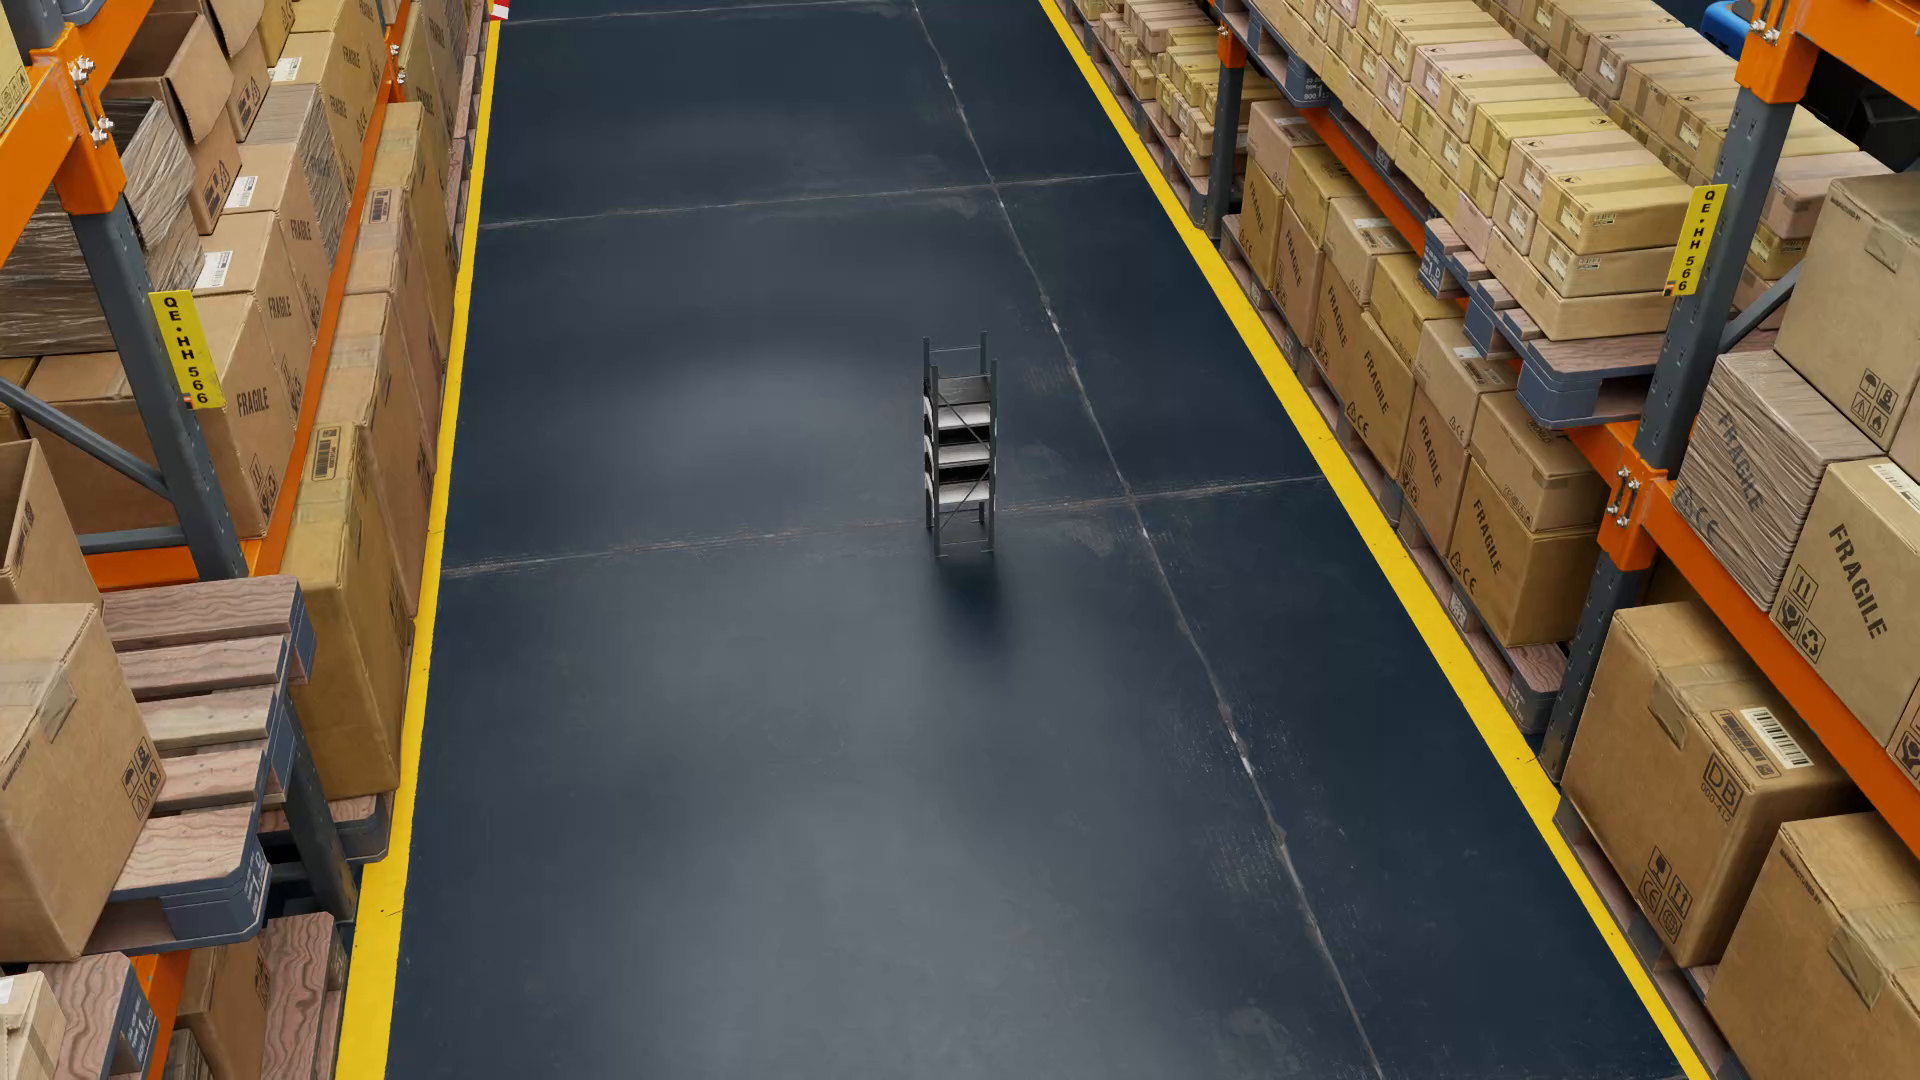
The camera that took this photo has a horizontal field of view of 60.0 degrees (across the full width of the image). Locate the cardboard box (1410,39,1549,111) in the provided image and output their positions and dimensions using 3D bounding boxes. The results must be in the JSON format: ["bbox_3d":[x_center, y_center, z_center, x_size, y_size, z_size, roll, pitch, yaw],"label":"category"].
[{"bbox_3d":[1.792,-1.603,5.746,0.380,0.149,0.250,-6,38,-8],"label":"cardboard box"}]

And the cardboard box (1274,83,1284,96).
[{"bbox_3d":[1.921,-2.408,9.143,0.380,0.149,0.250,-6,38,-8],"label":"cardboard box"}]

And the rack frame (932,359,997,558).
[{"bbox_3d":[0.016,-0.299,6.401,0.240,0.900,0.006,-6,38,-8],"label":"rack frame"}]

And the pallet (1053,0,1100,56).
[{"bbox_3d":[1.222,-3.628,11.248,1.003,0.211,1.213,-6,38,-8],"label":"pallet"}]

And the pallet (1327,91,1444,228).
[{"bbox_3d":[2.116,-1.553,6.461,1.003,0.211,1.213,-6,38,-8],"label":"pallet"}]

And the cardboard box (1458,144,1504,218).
[{"bbox_3d":[1.872,-1.191,5.458,0.380,0.149,0.250,-5,38,-7],"label":"cardboard box"}]

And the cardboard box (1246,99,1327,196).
[{"bbox_3d":[1.672,-1.854,7.775,0.500,0.250,0.500,-8,39,-10],"label":"cardboard box"}]

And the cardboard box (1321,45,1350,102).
[{"bbox_3d":[1.653,-1.845,6.542,0.380,0.149,0.250,-7,38,-9],"label":"cardboard box"}]

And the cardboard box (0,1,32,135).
[{"bbox_3d":[-2.072,-0.830,3.051,0.500,0.250,0.500,-6,38,-8],"label":"cardboard box"}]

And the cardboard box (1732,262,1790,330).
[{"bbox_3d":[2.624,-0.796,5.193,0.380,0.149,0.250,-7,38,-9],"label":"cardboard box"}]

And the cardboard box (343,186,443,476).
[{"bbox_3d":[-2.809,-0.784,6.704,1.225,0.875,0.875,-7,38,-10],"label":"cardboard box"}]

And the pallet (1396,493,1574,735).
[{"bbox_3d":[2.368,0.191,6.332,1.003,0.211,1.213,-6,38,-8],"label":"pallet"}]

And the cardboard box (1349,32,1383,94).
[{"bbox_3d":[1.695,-1.806,6.250,0.380,0.149,0.250,-7,38,-9],"label":"cardboard box"}]

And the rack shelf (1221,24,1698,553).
[{"bbox_3d":[2.153,-1.362,6.644,1.077,0.370,4.000,-6,38,-8],"label":"rack shelf"}]

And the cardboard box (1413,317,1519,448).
[{"bbox_3d":[2.026,-0.601,6.163,0.500,0.250,0.500,-6,38,-7],"label":"cardboard box"}]

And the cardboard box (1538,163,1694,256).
[{"bbox_3d":[1.966,-0.986,4.952,0.380,0.149,0.250,-8,38,-10],"label":"cardboard box"}]

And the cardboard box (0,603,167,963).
[{"bbox_3d":[-2.067,0.478,3.267,0.700,0.500,0.500,-1,38,-1],"label":"cardboard box"}]

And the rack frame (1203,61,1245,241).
[{"bbox_3d":[1.802,-2.854,7.978,1.000,3.000,0.127,-6,38,-8],"label":"rack frame"}]

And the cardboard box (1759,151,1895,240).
[{"bbox_3d":[2.613,-1.042,5.024,0.380,0.149,0.250,-6,38,-8],"label":"cardboard box"}]

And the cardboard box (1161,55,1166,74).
[{"bbox_3d":[1.363,-2.651,9.457,0.380,0.149,0.250,-6,38,-8],"label":"cardboard box"}]

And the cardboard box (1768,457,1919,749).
[{"bbox_3d":[2.409,0.130,4.057,0.500,0.500,0.500,-7,38,-8],"label":"cardboard box"}]

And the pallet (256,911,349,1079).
[{"bbox_3d":[-2.262,1.608,4.508,1.003,0.211,1.213,-6,38,-8],"label":"pallet"}]

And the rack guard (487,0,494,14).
[{"bbox_3d":[-3.804,-3.825,11.266,1.175,0.500,0.348,-6,38,-8],"label":"rack guard"}]

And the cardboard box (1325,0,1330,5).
[{"bbox_3d":[1.603,-2.240,6.565,0.380,0.149,0.250,-7,38,-8],"label":"cardboard box"}]

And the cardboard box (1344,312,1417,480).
[{"bbox_3d":[1.935,-0.618,6.795,0.500,0.500,0.500,-8,39,-10],"label":"cardboard box"}]

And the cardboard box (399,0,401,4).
[{"bbox_3d":[-2.869,-2.655,7.928,0.380,0.149,0.250,-7,38,-9],"label":"cardboard box"}]

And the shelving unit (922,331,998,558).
[{"bbox_3d":[-0.001,-0.360,6.480,0.258,0.900,0.210,-6,38,-8],"label":"shelving unit"}]

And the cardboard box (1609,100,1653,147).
[{"bbox_3d":[2.472,-1.412,5.743,0.380,0.149,0.250,-6,38,-8],"label":"cardboard box"}]

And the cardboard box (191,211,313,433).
[{"bbox_3d":[-2.307,-0.639,5.046,0.500,0.500,0.500,-7,38,-9],"label":"cardboard box"}]

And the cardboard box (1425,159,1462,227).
[{"bbox_3d":[1.837,-1.209,5.724,0.380,0.149,0.250,-7,38,-9],"label":"cardboard box"}]

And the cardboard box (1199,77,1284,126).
[{"bbox_3d":[1.484,-2.316,8.782,0.380,0.149,0.250,-5,38,-7],"label":"cardboard box"}]

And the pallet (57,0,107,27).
[{"bbox_3d":[-2.562,-1.459,3.891,1.213,0.211,1.003,-5,38,-6],"label":"pallet"}]

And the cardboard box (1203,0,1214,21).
[{"bbox_3d":[1.698,-3.357,10.366,0.380,0.149,0.250,-4,38,-6],"label":"cardboard box"}]

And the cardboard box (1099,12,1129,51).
[{"bbox_3d":[1.088,-3.191,10.393,0.380,0.149,0.250,-8,39,-10],"label":"cardboard box"}]

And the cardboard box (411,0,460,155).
[{"bbox_3d":[-3.293,-2.659,9.117,0.875,0.875,0.875,-6,38,-8],"label":"cardboard box"}]

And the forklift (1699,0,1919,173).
[{"bbox_3d":[4.651,-2.272,7.285,1.130,2.935,3.031,-8,39,-10],"label":"forklift"}]

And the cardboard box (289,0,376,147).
[{"bbox_3d":[-2.668,-1.868,6.628,0.500,0.500,0.500,-5,38,-7],"label":"cardboard box"}]

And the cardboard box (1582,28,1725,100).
[{"bbox_3d":[2.430,-1.673,5.836,0.380,0.149,0.250,-5,38,-6],"label":"cardboard box"}]

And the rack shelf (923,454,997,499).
[{"bbox_3d":[-0.001,-0.263,6.556,0.258,0.077,0.200,-6,38,-8],"label":"rack shelf"}]

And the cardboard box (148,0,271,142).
[{"bbox_3d":[-2.745,-1.643,5.520,0.797,0.503,0.637,-5,38,-6],"label":"cardboard box"}]

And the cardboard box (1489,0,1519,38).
[{"bbox_3d":[2.301,-2.023,6.529,0.380,0.149,0.250,-6,38,-8],"label":"cardboard box"}]

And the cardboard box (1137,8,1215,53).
[{"bbox_3d":[1.242,-2.934,9.578,0.380,0.149,0.250,-8,39,-10],"label":"cardboard box"}]

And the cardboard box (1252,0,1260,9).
[{"bbox_3d":[1.473,-2.466,7.342,0.380,0.149,0.250,-6,38,-7],"label":"cardboard box"}]

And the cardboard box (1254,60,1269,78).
[{"bbox_3d":[1.863,-2.679,9.250,0.380,0.149,0.250,-7,38,-9],"label":"cardboard box"}]

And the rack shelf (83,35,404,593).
[{"bbox_3d":[-2.748,-0.889,6.036,1.077,0.370,4.000,-6,38,-8],"label":"rack shelf"}]

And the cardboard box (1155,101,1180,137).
[{"bbox_3d":[1.325,-2.413,9.392,0.380,0.149,0.250,-7,38,-9],"label":"cardboard box"}]
